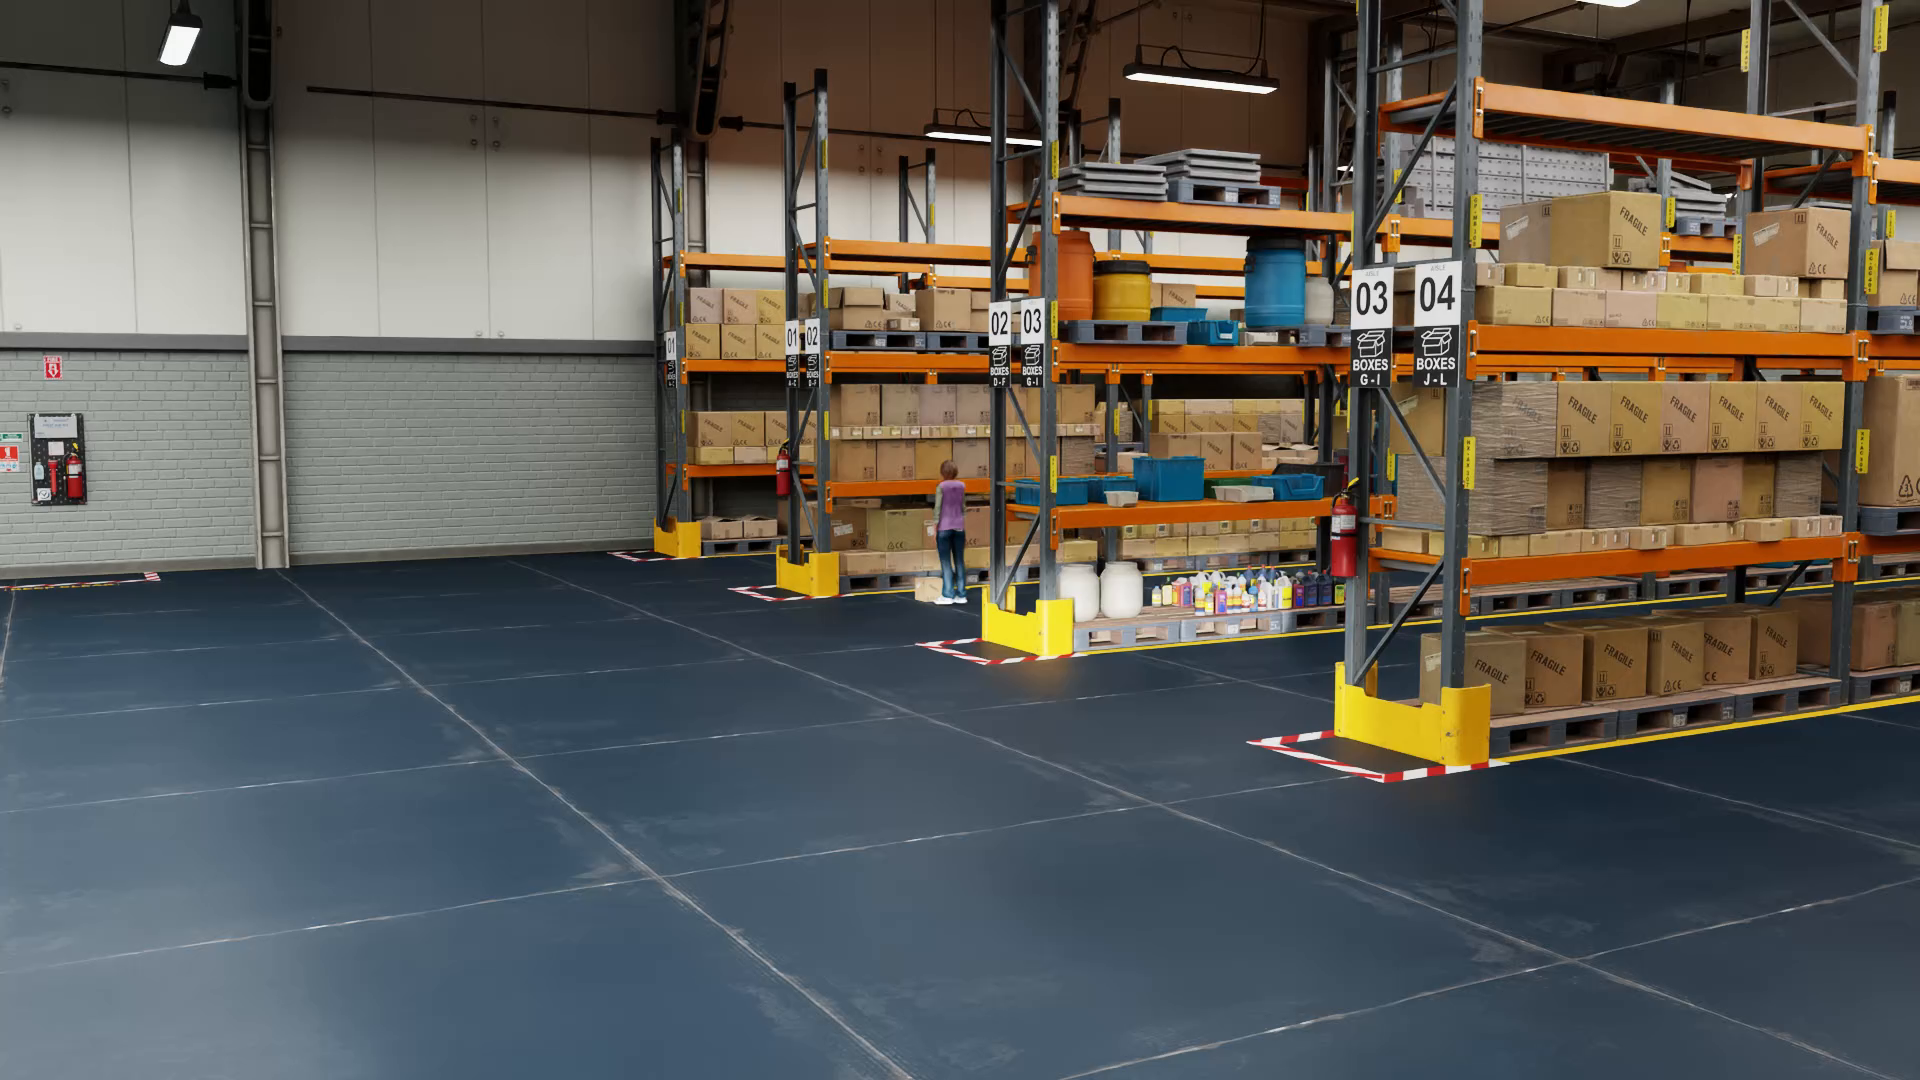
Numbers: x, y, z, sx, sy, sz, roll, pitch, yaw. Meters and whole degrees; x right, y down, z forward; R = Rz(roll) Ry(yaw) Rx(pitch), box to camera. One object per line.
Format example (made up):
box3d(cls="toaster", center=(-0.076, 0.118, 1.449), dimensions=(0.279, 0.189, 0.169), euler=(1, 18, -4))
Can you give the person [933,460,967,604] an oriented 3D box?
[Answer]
box3d(cls="person", center=(-0.115, -0.085, 18.412), dimensions=(0.419, 1.599, 0.334), euler=(-3, 6, -28))
